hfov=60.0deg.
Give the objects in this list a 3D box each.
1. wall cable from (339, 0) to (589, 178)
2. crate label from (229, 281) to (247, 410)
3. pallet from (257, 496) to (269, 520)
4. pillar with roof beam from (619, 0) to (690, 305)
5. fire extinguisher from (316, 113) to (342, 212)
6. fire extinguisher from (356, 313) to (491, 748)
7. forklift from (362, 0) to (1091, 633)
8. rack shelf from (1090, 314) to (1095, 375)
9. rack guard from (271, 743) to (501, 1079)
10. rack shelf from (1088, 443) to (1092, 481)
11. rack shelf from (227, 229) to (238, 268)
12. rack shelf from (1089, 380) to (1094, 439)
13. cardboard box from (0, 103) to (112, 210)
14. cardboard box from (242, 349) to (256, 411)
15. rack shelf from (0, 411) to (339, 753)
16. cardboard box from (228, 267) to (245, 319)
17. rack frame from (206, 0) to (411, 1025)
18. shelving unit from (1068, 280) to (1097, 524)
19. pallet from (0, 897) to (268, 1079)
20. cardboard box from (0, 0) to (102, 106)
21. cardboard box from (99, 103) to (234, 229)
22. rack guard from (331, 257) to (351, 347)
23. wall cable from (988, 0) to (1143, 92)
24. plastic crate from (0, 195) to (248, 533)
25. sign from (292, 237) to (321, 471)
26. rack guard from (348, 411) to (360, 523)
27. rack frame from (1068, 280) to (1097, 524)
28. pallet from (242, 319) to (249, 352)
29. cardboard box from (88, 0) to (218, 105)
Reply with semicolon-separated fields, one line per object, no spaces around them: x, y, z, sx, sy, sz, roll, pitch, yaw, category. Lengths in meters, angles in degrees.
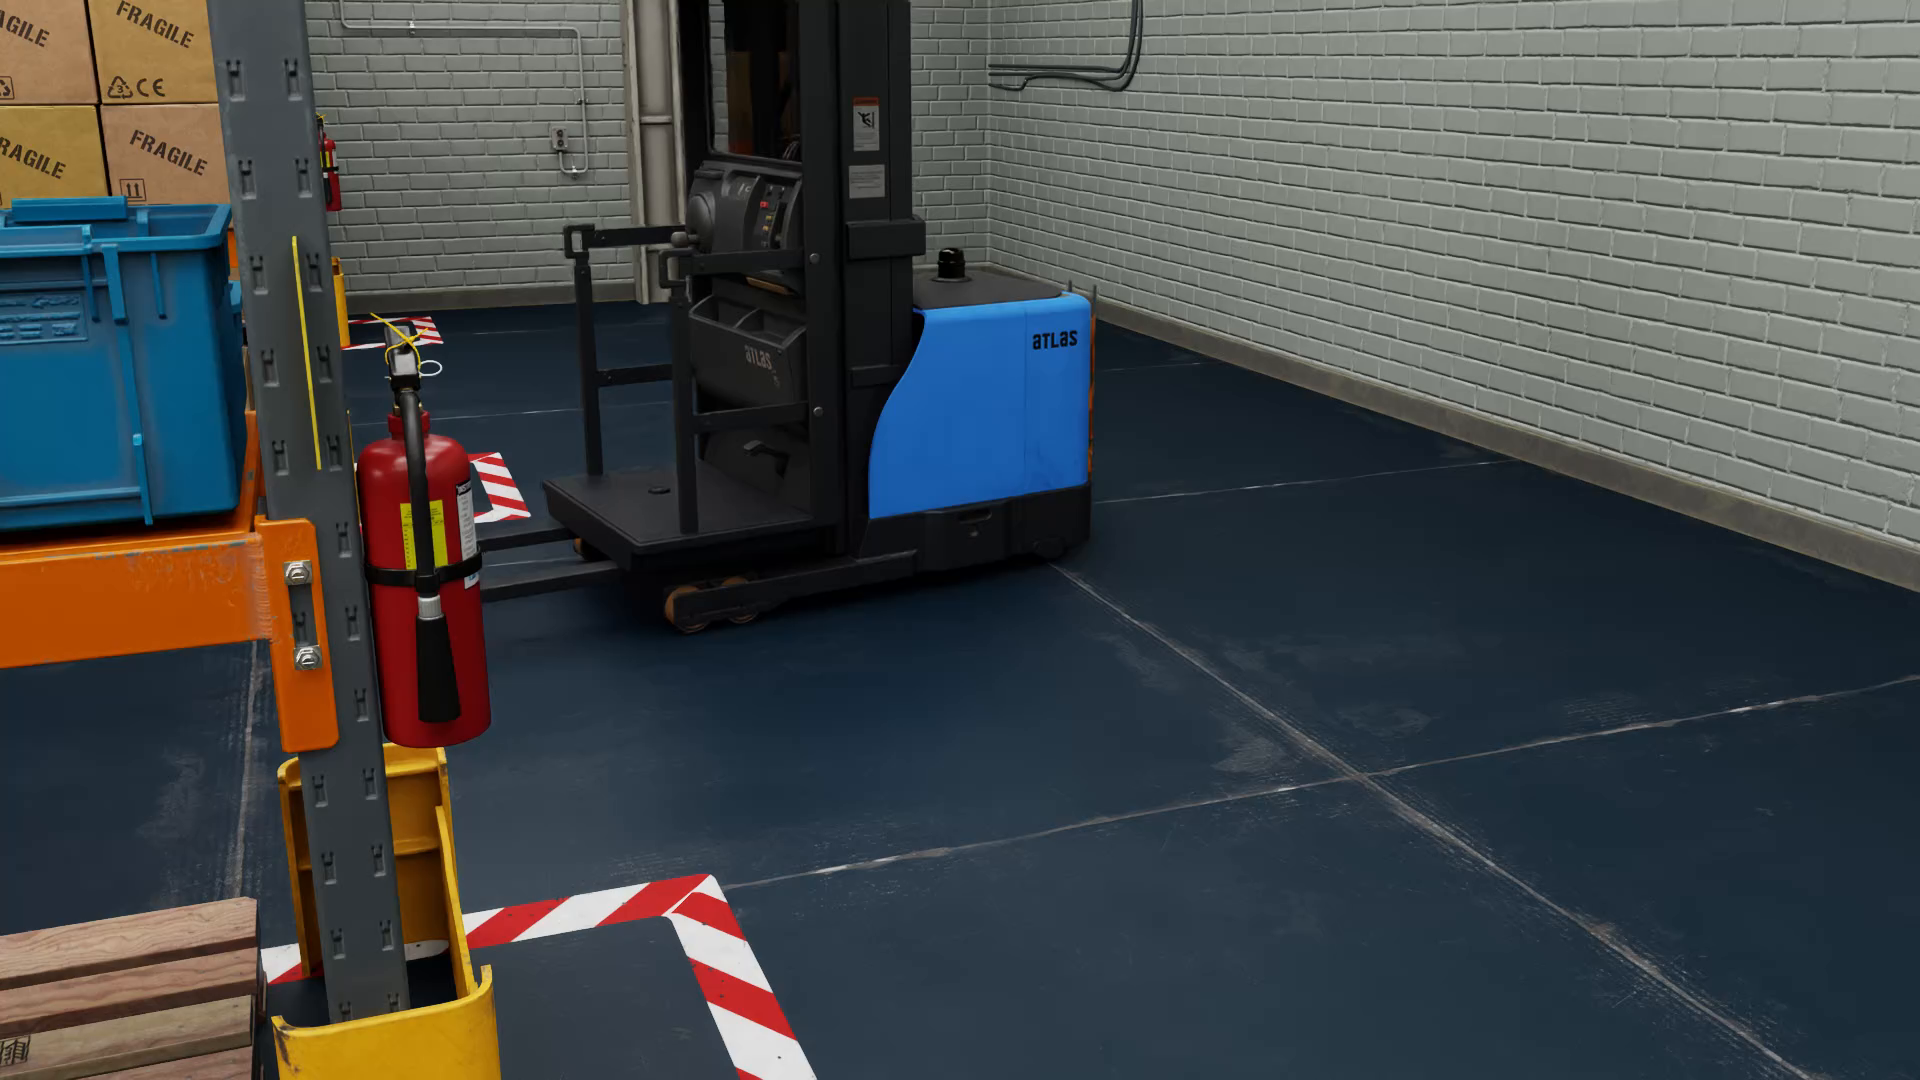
-3.843;-3.806;12.932;1.851;1.984;0.084;-6;17;-20;wall cable
-1.503;-0.344;3.137;0.303;0.233;0.416;-6;17;-20;crate label
-3.739;-0.211;7.443;1.213;0.211;1.003;-6;17;-20;pallet
-0.948;-5.186;8.787;0.400;9.000;9.100;-6;17;-20;pillar with roof beam
-4.394;-2.618;11.489;0.183;0.674;0.296;-6;17;-20;fire extinguisher
-0.852;-0.013;2.619;0.183;0.674;0.296;-6;17;-20;fire extinguisher
-0.990;-1.243;6.129;3.031;2.935;1.130;-10;19;-30;forklift
0.419;-0.841;7.131;0.240;0.259;0.215;-10;19;-30;rack shelf
-1.137;0.860;3.284;0.348;0.500;1.175;-6;17;-20;rack guard
0.419;-0.302;7.289;0.240;0.259;0.215;-10;19;-30;rack shelf
-4.792;-1.091;6.765;4.000;0.370;1.077;-6;17;-20;rack shelf
0.419;-0.569;7.211;0.240;0.259;0.215;-10;19;-30;rack shelf
-3.728;-1.515;6.758;0.500;0.500;0.500;-6;17;-20;cardboard box
-3.344;-0.530;7.234;0.500;0.500;0.500;-6;17;-20;cardboard box
-3.023;0.213;2.326;4.000;0.370;1.077;-6;17;-20;rack shelf
-5.318;-1.846;11.751;0.500;0.500;0.700;-6;17;-20;cardboard box
-1.155;-0.334;2.911;0.127;3.000;1.000;-6;17;-20;rack frame
0.419;-0.579;7.208;0.252;1.050;0.215;-10;19;-30;shelving unit
-1.939;1.077;3.056;1.213;0.211;1.003;-6;17;-20;pallet
-3.713;-1.997;6.622;0.500;0.500;0.500;-6;17;-19;cardboard box
-3.245;-1.569;6.939;0.500;0.500;0.500;-6;17;-18;cardboard box
-4.678;-1.744;12.148;0.348;0.500;1.175;-6;17;-20;rack guard
0.709;-4.805;13.002;0.112;2.526;3.097;-6;17;-20;wall cable
-1.401;-0.297;2.616;0.499;0.435;0.616;-6;17;-20;plastic crate
-0.943;-0.269;2.401;0.005;0.325;0.100;-6;17;-20;sign
-2.995;-0.430;7.677;0.348;0.500;1.175;-6;17;-20;rack guard
0.524;-0.597;7.268;0.008;1.050;0.200;-10;19;-30;rack frame
-5.419;-1.501;11.836;1.213;0.211;1.003;-6;17;-20;pallet
-3.241;-2.048;6.797;0.500;0.500;0.500;-6;18;-21;cardboard box
